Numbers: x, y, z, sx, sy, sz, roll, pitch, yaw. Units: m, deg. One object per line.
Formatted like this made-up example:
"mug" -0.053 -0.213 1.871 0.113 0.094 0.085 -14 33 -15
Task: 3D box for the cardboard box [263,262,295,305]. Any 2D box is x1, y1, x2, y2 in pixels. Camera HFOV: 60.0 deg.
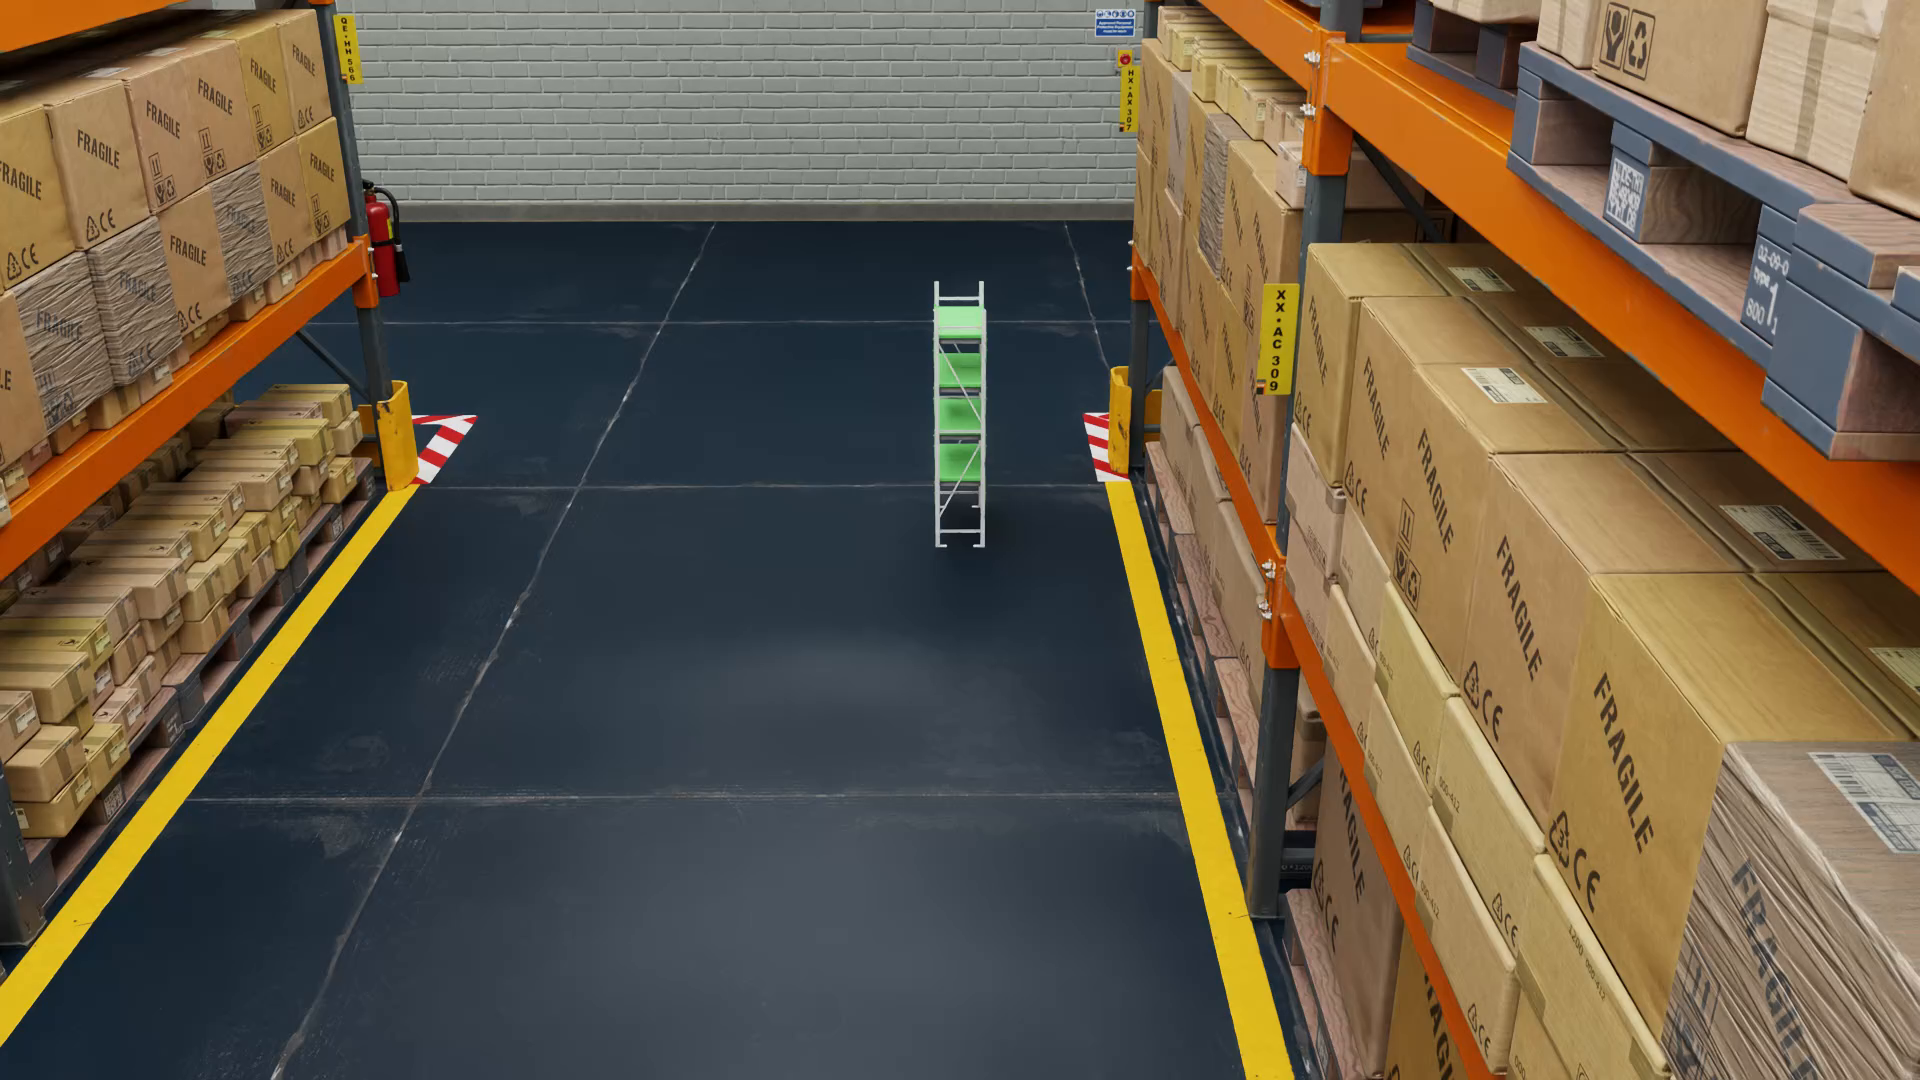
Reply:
"cardboard box" -3.241 -1.166 7.493 0.380 0.149 0.250 0 24 1

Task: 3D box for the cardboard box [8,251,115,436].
"cardboard box" -3.259 -0.667 5.601 0.500 0.500 0.500 0 24 -1

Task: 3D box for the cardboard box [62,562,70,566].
"cardboard box" -3.720 0.116 6.942 0.380 0.149 0.250 1 24 2

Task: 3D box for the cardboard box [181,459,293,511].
"cardboard box" -3.204 -0.244 7.377 0.380 0.149 0.250 1 24 1

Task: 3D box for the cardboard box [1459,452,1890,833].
"cardboard box" 1.221 0.170 2.899 0.500 0.500 0.500 -1 24 -1

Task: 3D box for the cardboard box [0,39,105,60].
"cardboard box" -3.802 -1.753 6.790 0.500 0.500 0.500 -1 24 -2

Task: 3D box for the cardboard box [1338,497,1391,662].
"cardboard box" 1.212 0.098 3.970 0.500 0.250 0.500 0 24 0

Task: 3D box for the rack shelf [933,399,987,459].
"rack shelf" -0.002 -0.557 8.180 0.258 0.148 0.480 0 24 -1

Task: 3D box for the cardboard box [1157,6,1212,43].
"cardboard box" 1.139 -2.438 7.878 0.380 0.149 0.250 0 24 1

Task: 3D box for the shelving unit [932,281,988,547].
"shelving unit" -0.002 -0.615 8.154 0.258 1.200 0.503 0 24 -1

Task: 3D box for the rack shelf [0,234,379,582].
"rack shelf" -3.515 -0.573 6.749 1.077 0.370 4.000 0 24 -1

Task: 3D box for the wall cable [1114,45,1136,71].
"wall cable" 1.327 -4.589 13.486 0.585 1.953 0.123 0 24 -1

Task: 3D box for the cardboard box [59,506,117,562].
"cardboard box" -3.738 -0.025 6.894 0.380 0.149 0.250 0 24 0

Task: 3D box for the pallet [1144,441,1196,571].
"pallet" 1.499 -0.189 8.411 1.003 0.211 1.213 0 24 -1

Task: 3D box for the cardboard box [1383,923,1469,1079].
"cardboard box" 1.560 1.264 3.884 0.875 0.875 0.875 0 24 1

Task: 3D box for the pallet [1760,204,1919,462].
"pallet" 1.439 -0.038 1.283 1.213 0.211 1.003 1 24 2

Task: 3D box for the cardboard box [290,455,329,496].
"cardboard box" -3.238 -0.322 7.911 0.380 0.149 0.250 -1 24 -3

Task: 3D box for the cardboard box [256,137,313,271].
"cardboard box" -3.274 -1.509 7.465 0.500 0.500 0.500 -1 24 -1

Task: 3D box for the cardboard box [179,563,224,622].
"cardboard box" -3.227 0.212 6.731 0.380 0.149 0.250 0 24 -1

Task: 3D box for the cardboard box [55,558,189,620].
"cardboard box" -3.232 0.187 6.425 0.380 0.149 0.250 0 24 1

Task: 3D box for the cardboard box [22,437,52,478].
"cardboard box" -3.301 -0.296 5.569 0.380 0.149 0.250 -1 24 -3

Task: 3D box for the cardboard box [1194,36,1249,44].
"cardboard box" 1.178 -2.006 6.924 0.380 0.149 0.250 0 24 0

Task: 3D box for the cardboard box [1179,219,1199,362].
"cardboard box" 1.173 -1.011 6.723 0.500 0.500 0.500 1 24 1

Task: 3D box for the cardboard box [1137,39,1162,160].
"cardboard box" 1.133 -2.091 7.898 0.500 0.500 0.500 -1 24 -2

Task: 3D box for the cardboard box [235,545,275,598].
"cardboard box" -3.237 0.133 7.266 0.380 0.149 0.250 0 24 0

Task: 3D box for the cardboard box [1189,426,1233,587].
"cardboard box" 1.538 -0.164 7.572 0.875 0.438 0.875 0 24 1

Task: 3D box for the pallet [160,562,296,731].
"pallet" -3.552 0.414 7.079 1.003 0.211 1.213 0 24 -1

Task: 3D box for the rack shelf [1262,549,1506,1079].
"rack shelf" 1.478 1.012 3.246 1.077 0.370 4.000 0 24 -1

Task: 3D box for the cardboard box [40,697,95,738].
"cardboard box" -3.269 0.641 5.782 0.380 0.149 0.250 0 24 0

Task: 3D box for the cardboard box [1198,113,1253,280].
"cardboard box" 1.162 -1.253 6.047 0.500 0.500 0.500 0 24 0

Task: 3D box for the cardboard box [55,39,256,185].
"cardboard box" -3.263 -1.751 6.786 0.500 0.500 0.500 1 24 2

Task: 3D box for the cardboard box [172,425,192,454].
"cardboard box" -3.873 -0.453 7.840 0.380 0.149 0.250 0 24 -1

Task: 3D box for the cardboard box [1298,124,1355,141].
"cardboard box" 1.240 -1.172 5.079 0.380 0.149 0.250 0 24 1

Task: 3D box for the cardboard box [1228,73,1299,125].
"cardboard box" 1.183 -1.589 6.003 0.380 0.149 0.250 -1 24 -2

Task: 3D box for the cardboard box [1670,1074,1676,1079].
"cardboard box" 1.231 0.939 2.109 0.500 0.250 0.500 -1 24 -2

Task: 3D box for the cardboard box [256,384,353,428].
"cardboard box" -3.277 -0.671 8.322 0.380 0.149 0.250 0 24 0

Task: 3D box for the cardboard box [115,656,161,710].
"cardboard box" -3.286 0.564 6.314 0.380 0.149 0.250 -1 24 -2

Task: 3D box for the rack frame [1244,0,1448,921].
"rack frame" 1.456 -0.140 4.920 1.000 3.000 0.127 0 24 -1

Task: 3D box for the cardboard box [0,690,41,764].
"cardboard box" -3.290 0.617 5.473 0.380 0.149 0.250 1 24 2

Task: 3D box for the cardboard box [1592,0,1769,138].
"cardboard box" 1.190 -0.821 2.153 0.500 0.500 0.500 0 24 0

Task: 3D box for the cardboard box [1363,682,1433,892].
"cardboard box" 1.193 0.535 3.609 0.500 0.250 0.500 0 24 -1

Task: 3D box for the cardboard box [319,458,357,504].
"cardboard box" -3.218 -0.296 8.213 0.380 0.149 0.250 0 24 1

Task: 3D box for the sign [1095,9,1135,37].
"sign" 1.278 -4.260 13.701 0.327 0.218 0.001 0 24 -1

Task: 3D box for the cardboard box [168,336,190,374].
"cardboard box" -3.281 -0.733 6.535 0.380 0.149 0.250 1 24 1

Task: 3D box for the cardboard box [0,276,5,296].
"cardboard box" -3.254 -0.900 4.904 0.500 0.500 0.500 0 24 1

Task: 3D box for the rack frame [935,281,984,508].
"rack frame" -0.004 -0.715 8.376 0.240 1.200 0.015 0 24 -1
